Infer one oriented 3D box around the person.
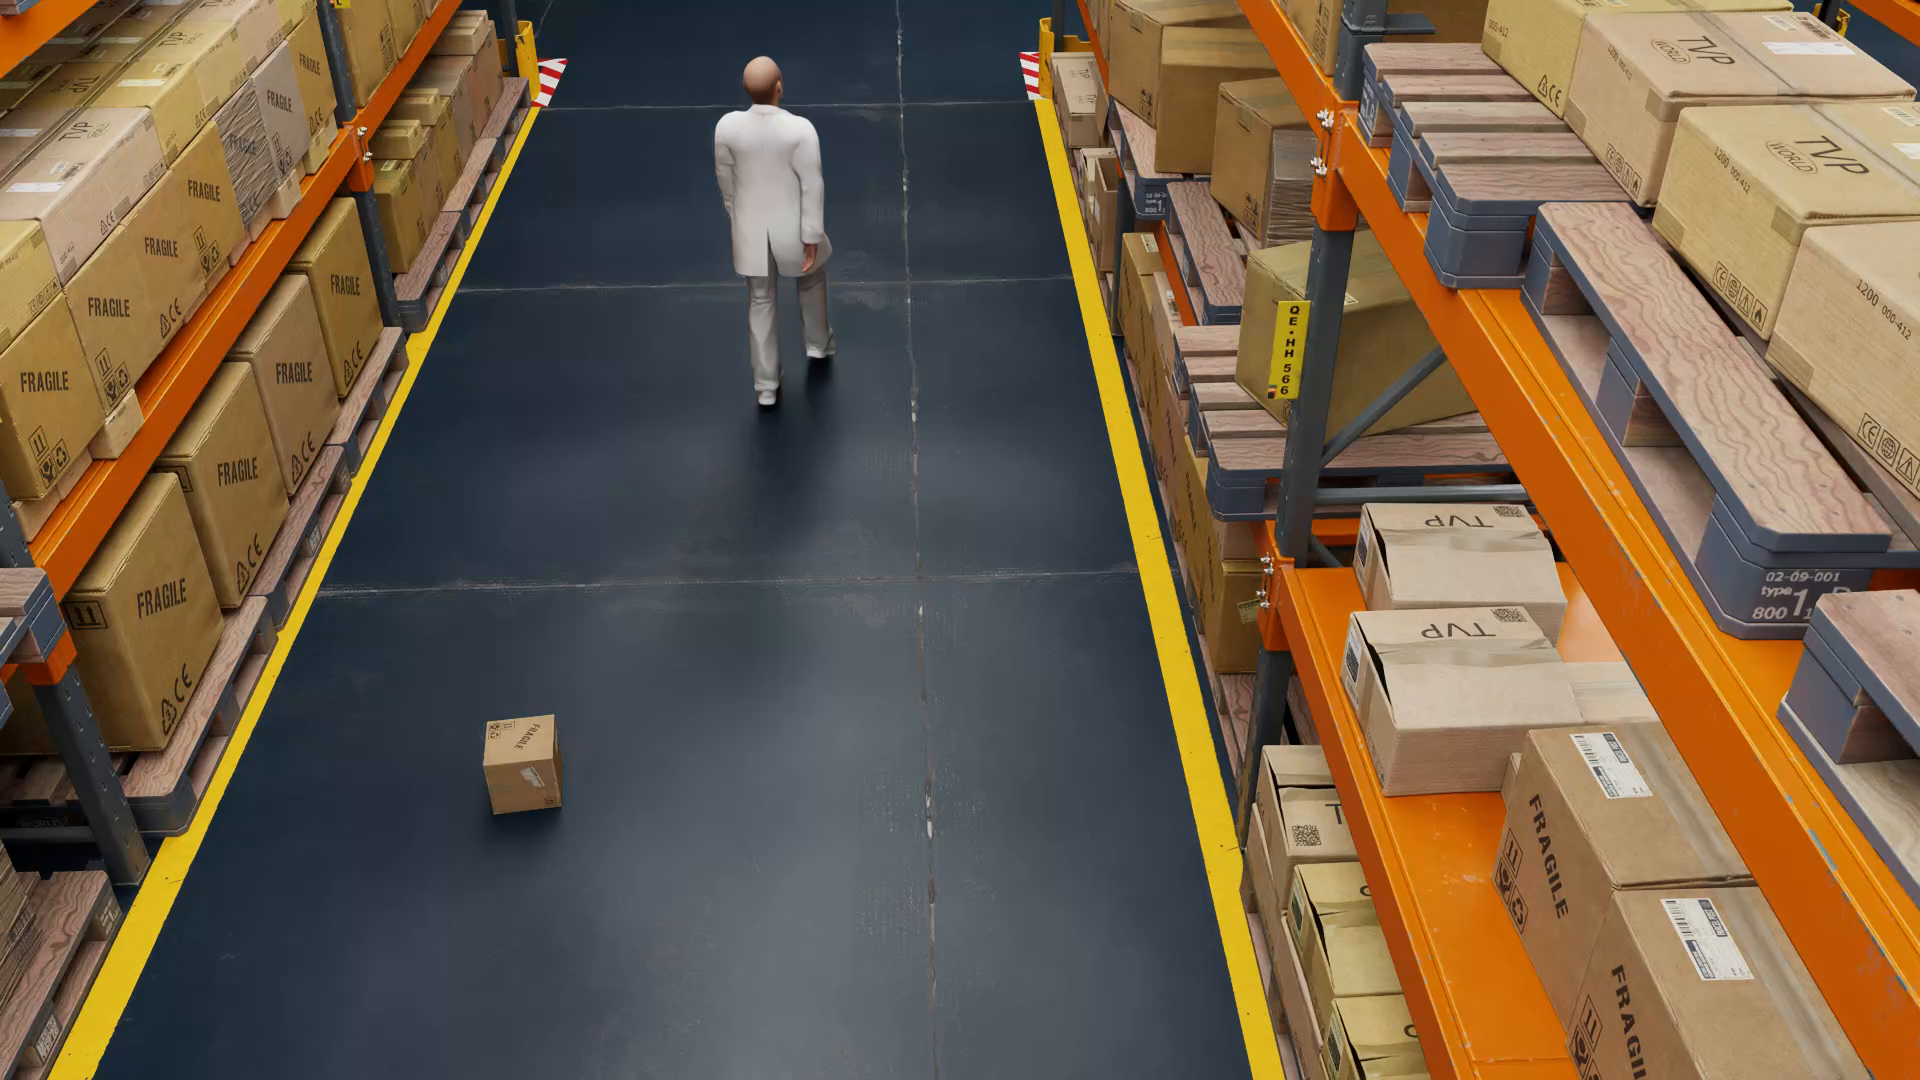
[{"bbox_3d":[-0.926,-1.608,8.486,0.576,1.811,0.832,4,35,5],"label":"person"}]
